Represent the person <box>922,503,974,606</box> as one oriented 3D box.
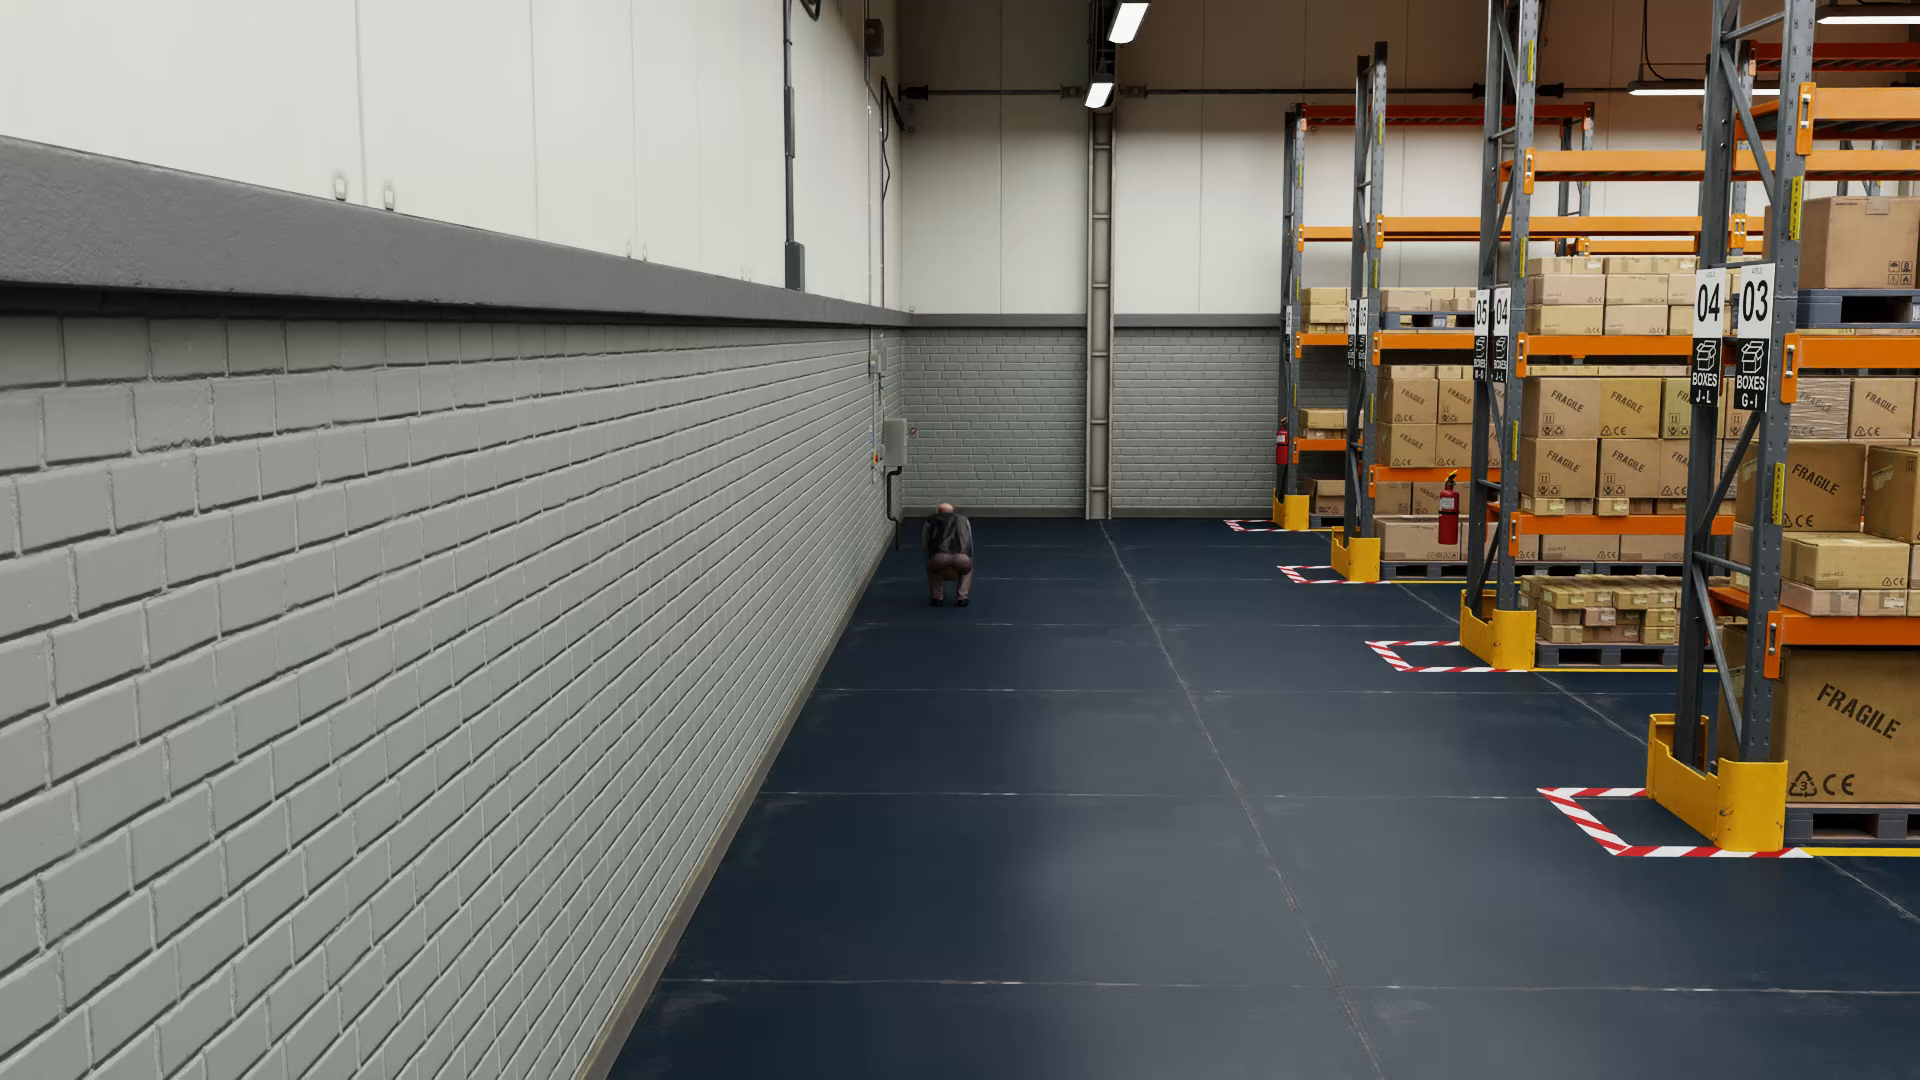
[{"bbox_3d":[-0.132,0.155,17.452,0.548,1.025,0.855,0,7,1],"label":"person"}]
